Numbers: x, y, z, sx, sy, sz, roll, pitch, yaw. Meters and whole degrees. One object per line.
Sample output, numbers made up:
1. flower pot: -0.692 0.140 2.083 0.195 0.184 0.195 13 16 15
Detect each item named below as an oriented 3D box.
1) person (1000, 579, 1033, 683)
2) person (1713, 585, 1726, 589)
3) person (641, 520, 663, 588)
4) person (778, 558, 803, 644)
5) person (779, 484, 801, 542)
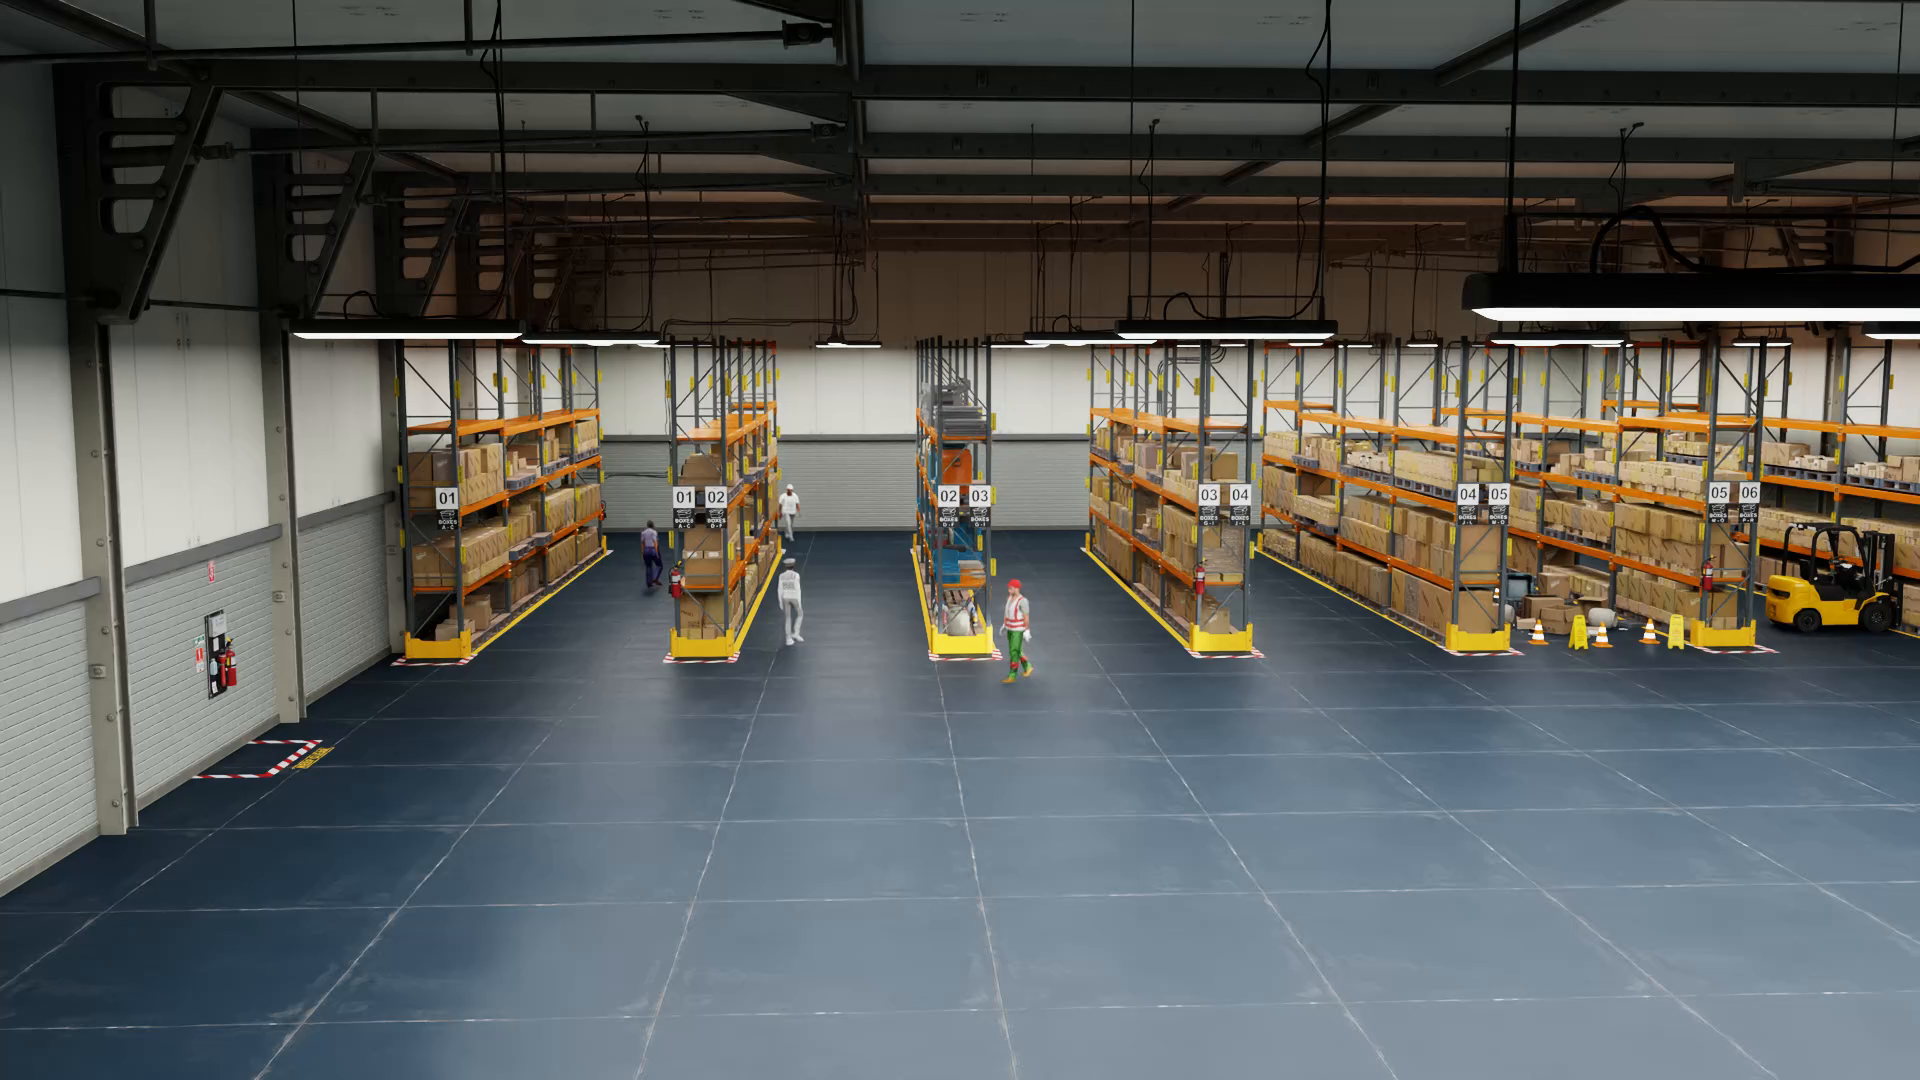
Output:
1. person: 0.996 1.560 28.905 0.832 1.776 0.538 -4 8 -33
2. person: 16.506 0.843 36.325 0.499 1.544 0.694 0 6 0
3. person: -7.469 0.339 40.205 0.553 1.630 0.492 1 7 7
4. person: -3.326 1.193 32.527 0.501 1.661 0.480 1 7 9
5. person: -5.127 -0.827 50.058 0.595 1.708 1.122 -3 7 -28
